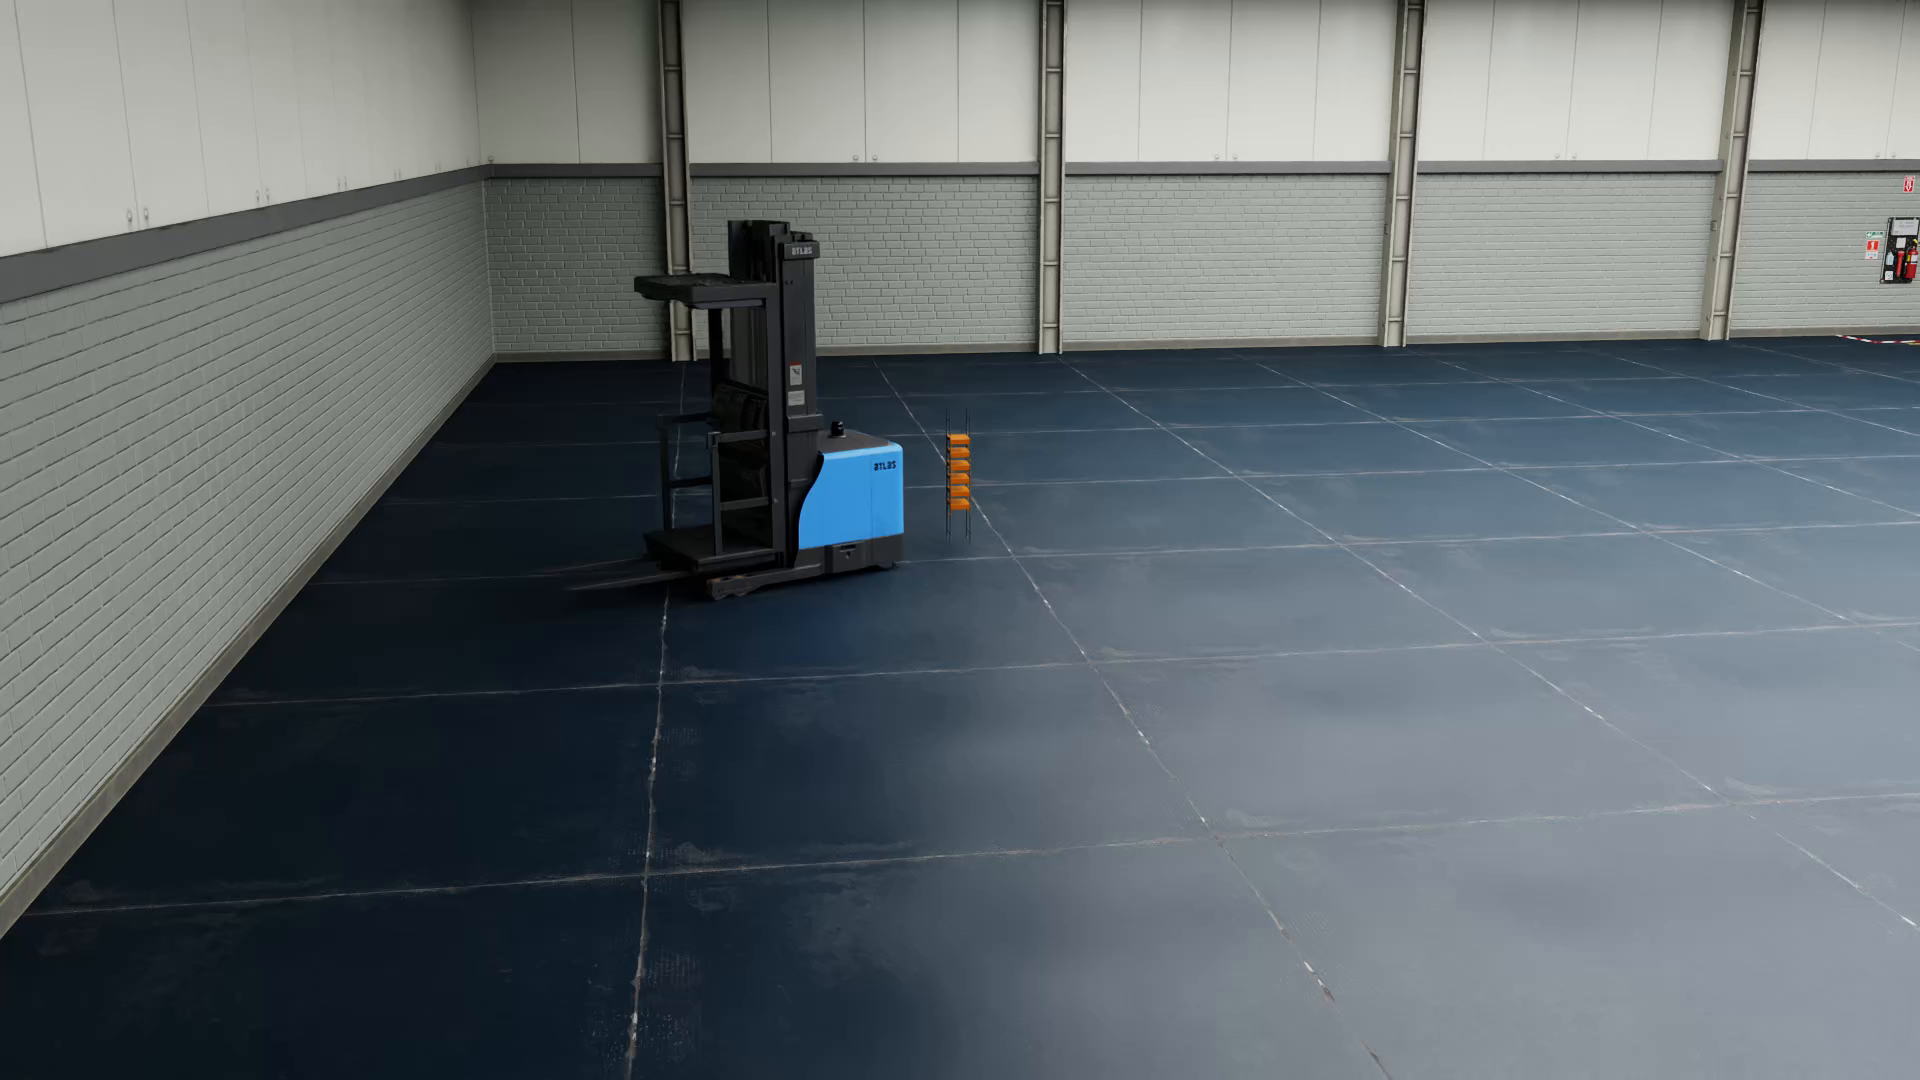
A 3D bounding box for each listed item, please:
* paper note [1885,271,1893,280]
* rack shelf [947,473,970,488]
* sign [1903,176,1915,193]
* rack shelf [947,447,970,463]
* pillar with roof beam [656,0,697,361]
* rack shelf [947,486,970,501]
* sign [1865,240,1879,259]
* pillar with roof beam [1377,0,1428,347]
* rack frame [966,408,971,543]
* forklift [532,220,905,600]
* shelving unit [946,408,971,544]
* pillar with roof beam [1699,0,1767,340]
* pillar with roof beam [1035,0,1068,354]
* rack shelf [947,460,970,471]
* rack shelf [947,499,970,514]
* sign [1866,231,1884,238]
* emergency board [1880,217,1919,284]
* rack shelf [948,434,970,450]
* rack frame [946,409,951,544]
[{"bbox_3d":[16.645,-4.738,29.787,0.142,0.148,0.016,-2,14,-8],"label":"paper note"},{"bbox_3d":[-0.014,-0.538,15.113,0.180,0.103,0.258,-2,14,-8],"label":"rack shelf"},{"bbox_3d":[16.808,-6.303,29.452,0.199,0.298,0.001,-2,14,-8],"label":"sign"},{"bbox_3d":[-0.014,-0.771,15.054,0.180,0.103,0.258,-2,14,-8],"label":"rack shelf"},{"bbox_3d":[-3.811,-6.240,21.633,0.400,9.000,9.100,-2,14,-8],"label":"pillar with roof beam"},{"bbox_3d":[-0.014,-0.422,15.142,0.180,0.103,0.258,-2,14,-8],"label":"rack shelf"},{"bbox_3d":[16.268,-5.177,29.654,0.234,0.329,0.001,-2,14,-8],"label":"sign"},{"bbox_3d":[8.055,-6.675,23.367,0.400,9.000,9.100,-2,14,-8],"label":"pillar with roof beam"},{"bbox_3d":[0.076,-0.585,15.115,0.006,1.200,0.240,-2,14,-8],"label":"rack frame"},{"bbox_3d":[-1.984,-1.087,13.559,3.031,2.935,1.130,-9,17,-32],"label":"forklift"},{"bbox_3d":[-0.014,-0.581,15.102,0.189,1.200,0.258,-2,14,-8],"label":"shelving unit"},{"bbox_3d":[13.988,-6.892,24.234,0.400,9.000,9.100,-2,14,-8],"label":"pillar with roof beam"},{"bbox_3d":[2.122,-6.458,22.500,0.400,9.000,9.100,-2,14,-8],"label":"pillar with roof beam"},{"bbox_3d":[-0.014,-0.655,15.084,0.180,0.103,0.258,-2,14,-8],"label":"rack shelf"},{"bbox_3d":[-0.014,-0.306,15.171,0.180,0.103,0.258,-2,14,-8],"label":"rack shelf"},{"bbox_3d":[16.274,-5.432,29.582,0.331,0.109,0.001,-2,14,-8],"label":"sign"},{"bbox_3d":[16.831,-5.155,29.639,0.643,1.169,0.194,-2,14,-8],"label":"emergency board"},{"bbox_3d":[-0.014,-0.888,15.025,0.180,0.103,0.258,-2,14,-8],"label":"rack shelf"},{"bbox_3d":[-0.105,-0.578,15.089,0.006,1.200,0.240,-2,14,-8],"label":"rack frame"}]
